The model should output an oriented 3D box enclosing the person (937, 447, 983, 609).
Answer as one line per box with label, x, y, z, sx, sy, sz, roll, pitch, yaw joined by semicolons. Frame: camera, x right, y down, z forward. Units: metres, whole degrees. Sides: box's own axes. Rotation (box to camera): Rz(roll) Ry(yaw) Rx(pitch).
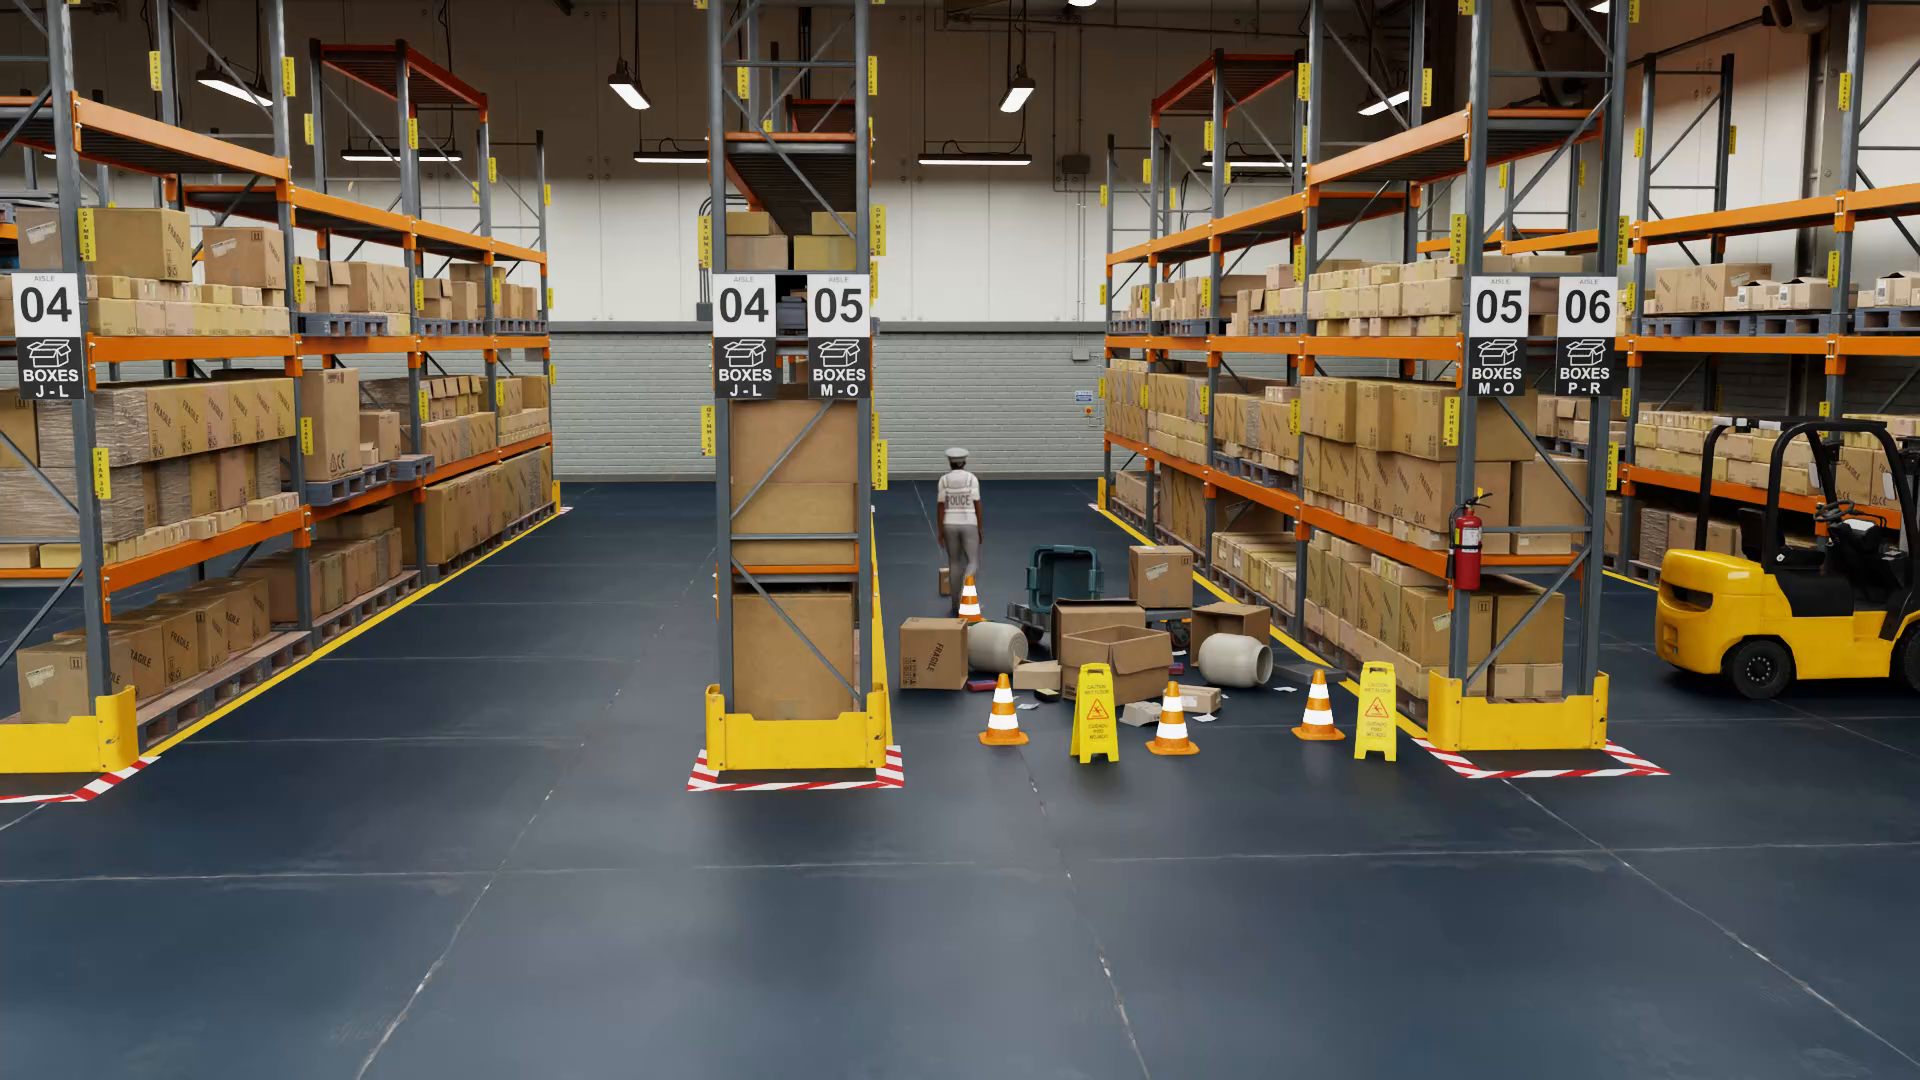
person;0.005;-0.101;17.038;0.515;1.665;0.550;1;7;11
